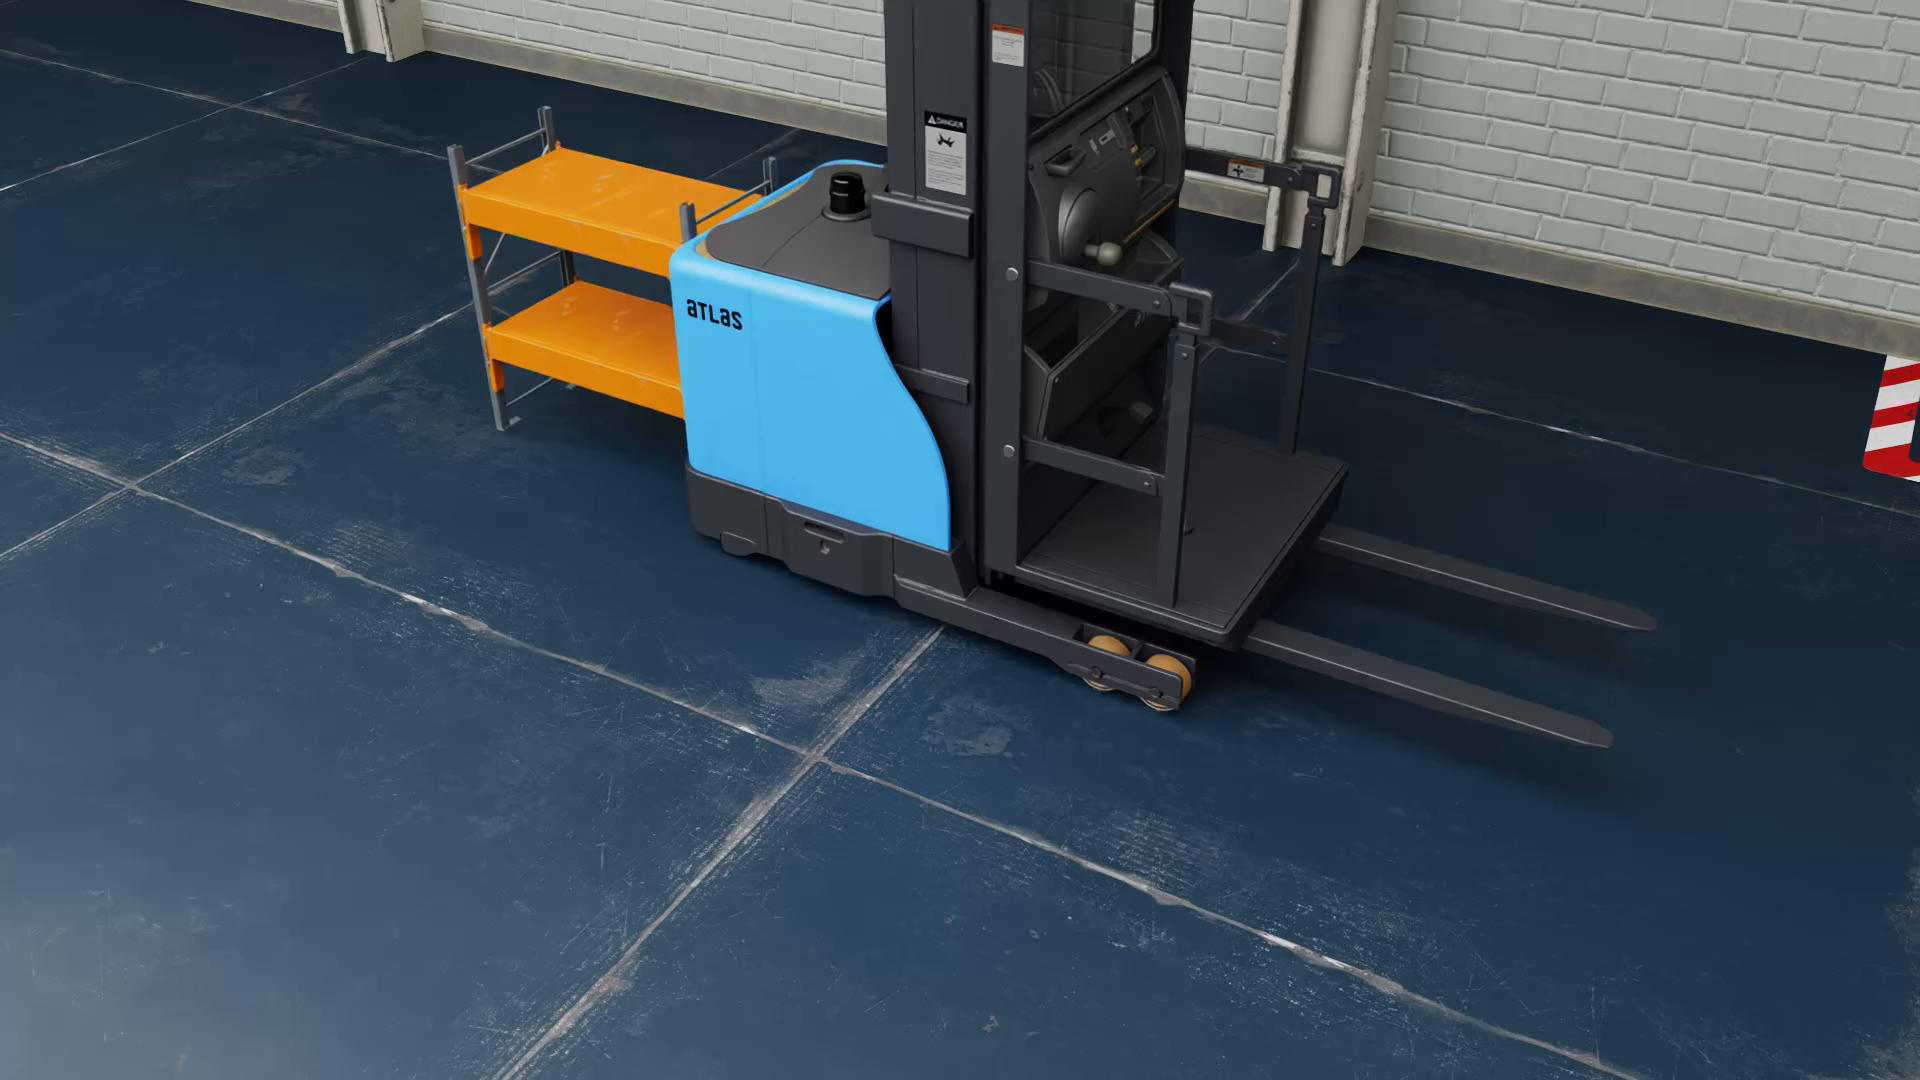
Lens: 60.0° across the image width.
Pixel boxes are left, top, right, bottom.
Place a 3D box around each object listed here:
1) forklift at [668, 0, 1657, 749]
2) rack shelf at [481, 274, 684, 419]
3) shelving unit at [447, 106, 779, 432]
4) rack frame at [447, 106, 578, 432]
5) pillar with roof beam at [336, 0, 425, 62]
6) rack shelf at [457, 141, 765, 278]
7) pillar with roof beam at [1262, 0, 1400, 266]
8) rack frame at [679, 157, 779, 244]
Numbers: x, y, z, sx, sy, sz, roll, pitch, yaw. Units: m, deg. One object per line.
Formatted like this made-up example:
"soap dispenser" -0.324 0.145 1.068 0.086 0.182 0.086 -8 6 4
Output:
"forklift" 0.610 -1.046 4.677 3.031 2.935 1.130 17 37 24
"rack shelf" -1.201 -0.660 6.168 1.000 0.278 0.538 18 38 25
"shelving unit" -1.201 -0.864 6.032 1.048 1.125 0.538 18 38 25
"rack frame" -1.639 -1.007 6.247 0.032 1.125 0.500 18 38 25
"pillar with roof beam" -5.681 -4.709 4.702 0.400 9.000 9.100 18 37 24
"rack shelf" -1.201 -1.107 5.870 1.000 0.278 0.538 18 38 25
"pillar with roof beam" -0.472 -3.058 2.224 0.400 9.000 9.100 18 37 24
"rack frame" -0.763 -0.721 5.818 0.032 1.125 0.500 18 38 25
